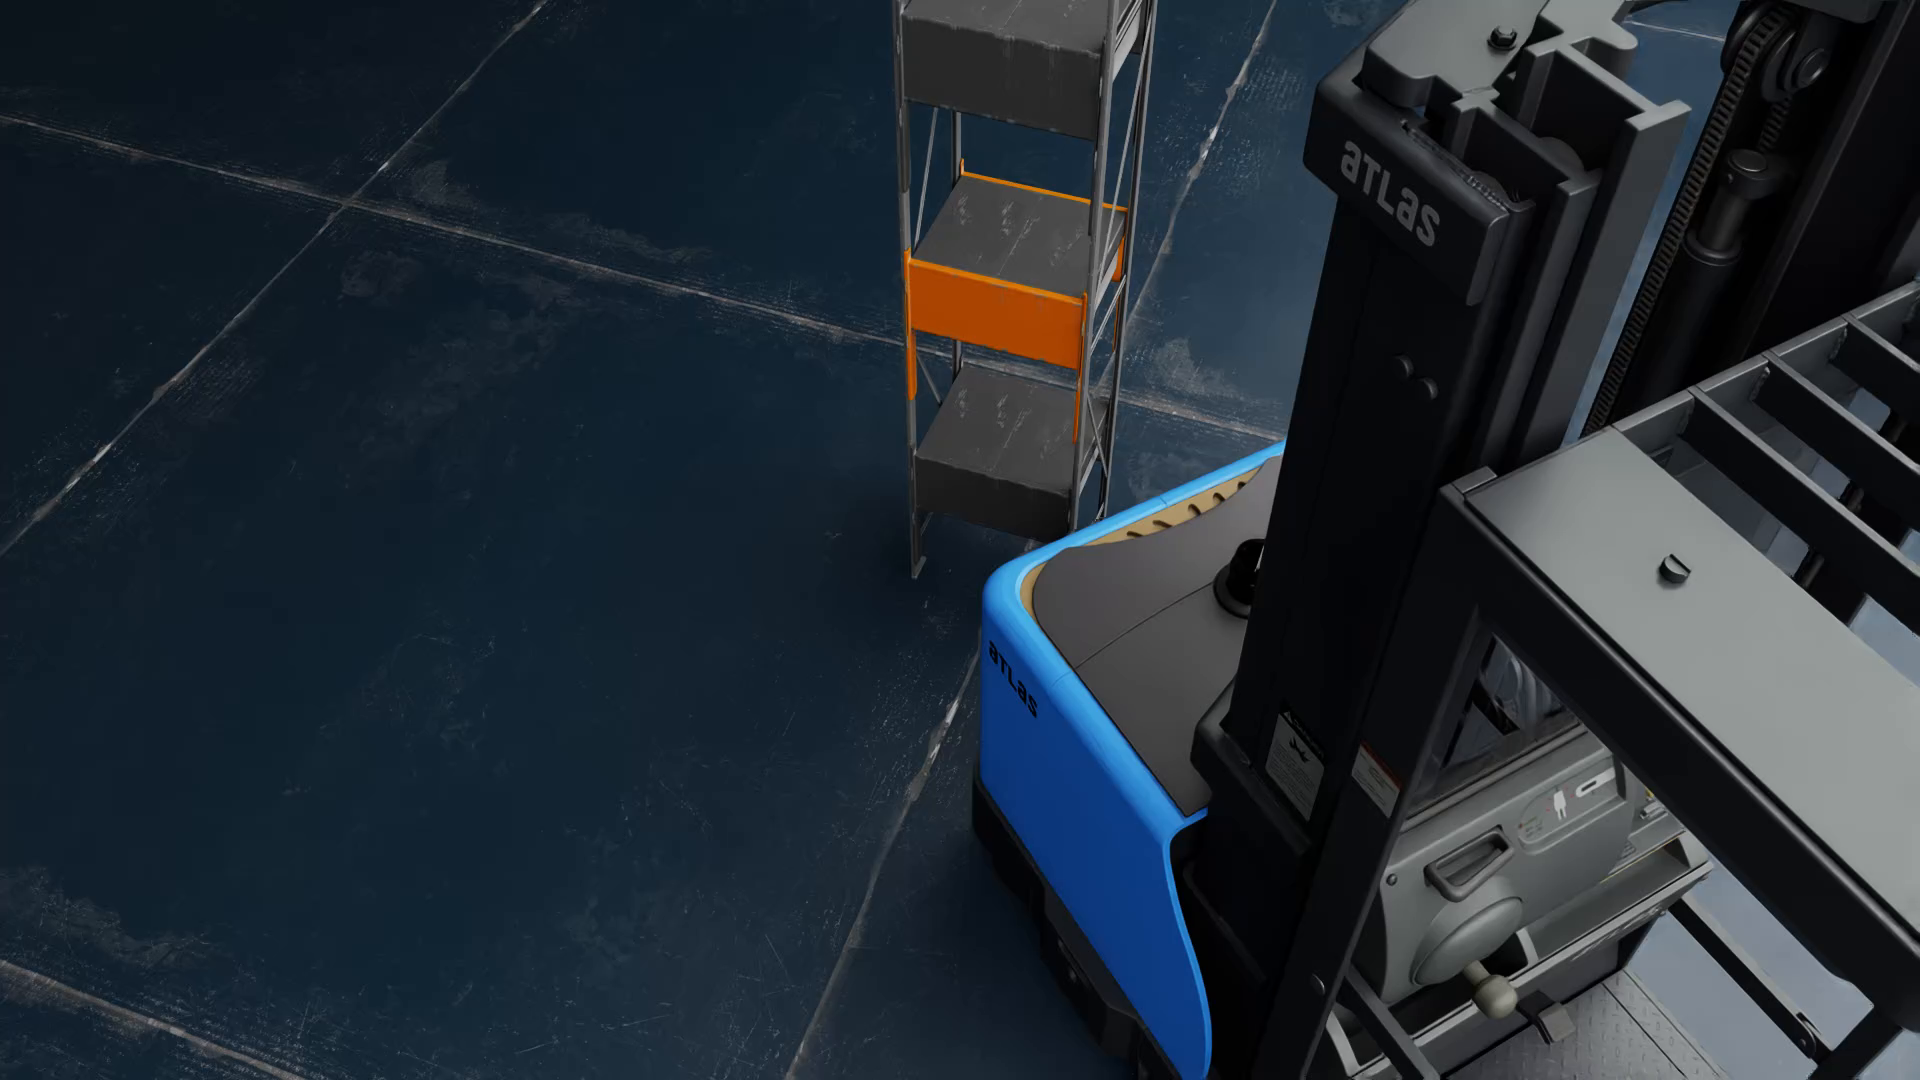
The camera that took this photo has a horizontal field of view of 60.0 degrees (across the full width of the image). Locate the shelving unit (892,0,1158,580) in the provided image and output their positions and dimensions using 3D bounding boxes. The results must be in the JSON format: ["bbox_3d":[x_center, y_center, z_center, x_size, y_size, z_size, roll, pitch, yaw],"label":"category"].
[{"bbox_3d":[0.155,-0.644,4.419,0.503,2.100,0.431,16,51,13],"label":"shelving unit"}]

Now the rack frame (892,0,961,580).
[{"bbox_3d":[-0.074,-0.708,4.474,0.015,2.100,0.400,16,51,13],"label":"rack frame"}]

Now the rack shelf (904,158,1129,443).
[{"bbox_3d":[0.155,-0.635,4.429,0.480,0.518,0.431,16,51,13],"label":"rack shelf"}]

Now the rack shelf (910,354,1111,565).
[{"bbox_3d":[0.155,-0.177,4.958,0.480,0.518,0.431,16,51,13],"label":"rack shelf"}]

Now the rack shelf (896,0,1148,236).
[{"bbox_3d":[0.155,-1.094,3.900,0.480,0.518,0.431,16,51,13],"label":"rack shelf"}]

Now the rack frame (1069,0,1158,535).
[{"bbox_3d":[0.384,-0.580,4.364,0.015,2.100,0.400,16,51,13],"label":"rack frame"}]

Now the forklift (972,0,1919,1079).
[{"bbox_3d":[1.201,0.608,2.784,1.130,2.935,3.031,-23,53,-19],"label":"forklift"}]
